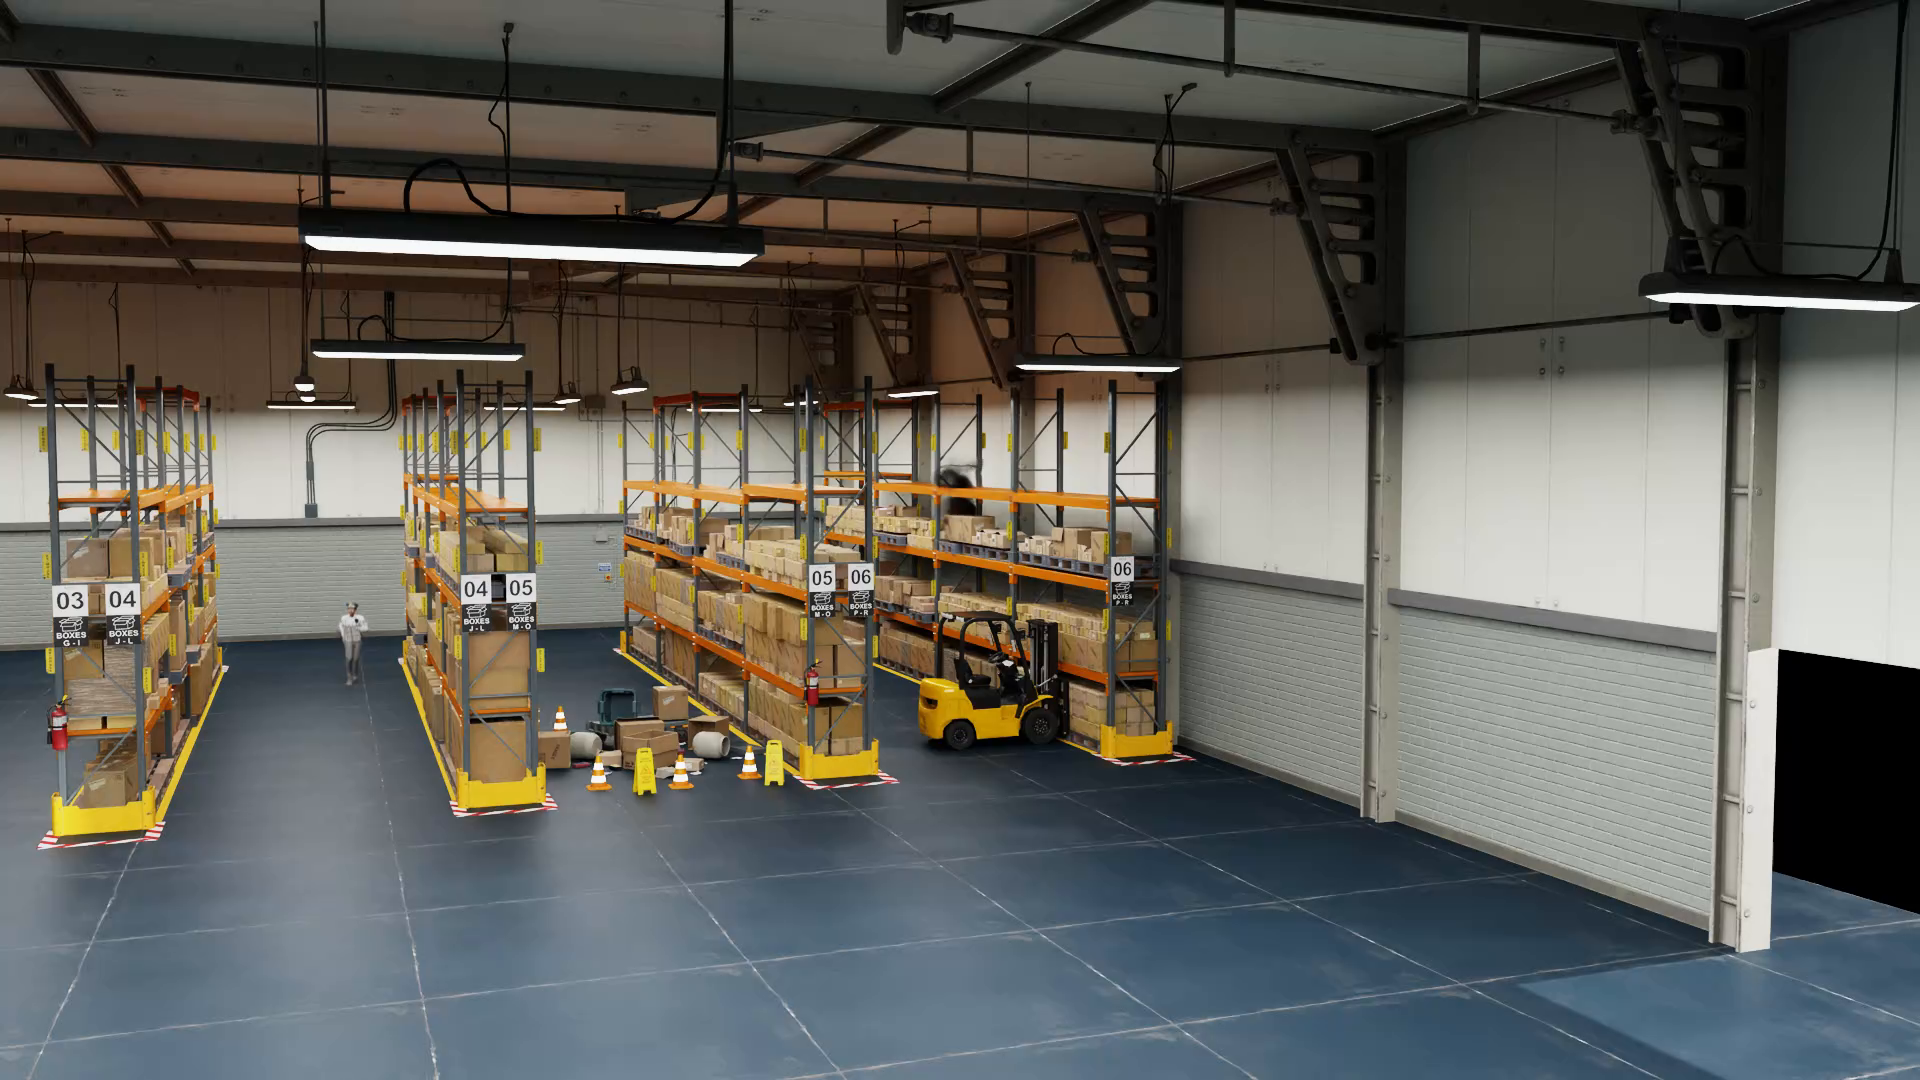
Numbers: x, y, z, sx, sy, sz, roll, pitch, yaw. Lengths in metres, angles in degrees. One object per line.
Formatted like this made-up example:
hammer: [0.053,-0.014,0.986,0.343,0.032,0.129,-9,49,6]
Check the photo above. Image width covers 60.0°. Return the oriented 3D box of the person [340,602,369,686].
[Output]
person: [-12.598,2.151,34.581,0.580,1.761,0.751,-1,4,-18]
